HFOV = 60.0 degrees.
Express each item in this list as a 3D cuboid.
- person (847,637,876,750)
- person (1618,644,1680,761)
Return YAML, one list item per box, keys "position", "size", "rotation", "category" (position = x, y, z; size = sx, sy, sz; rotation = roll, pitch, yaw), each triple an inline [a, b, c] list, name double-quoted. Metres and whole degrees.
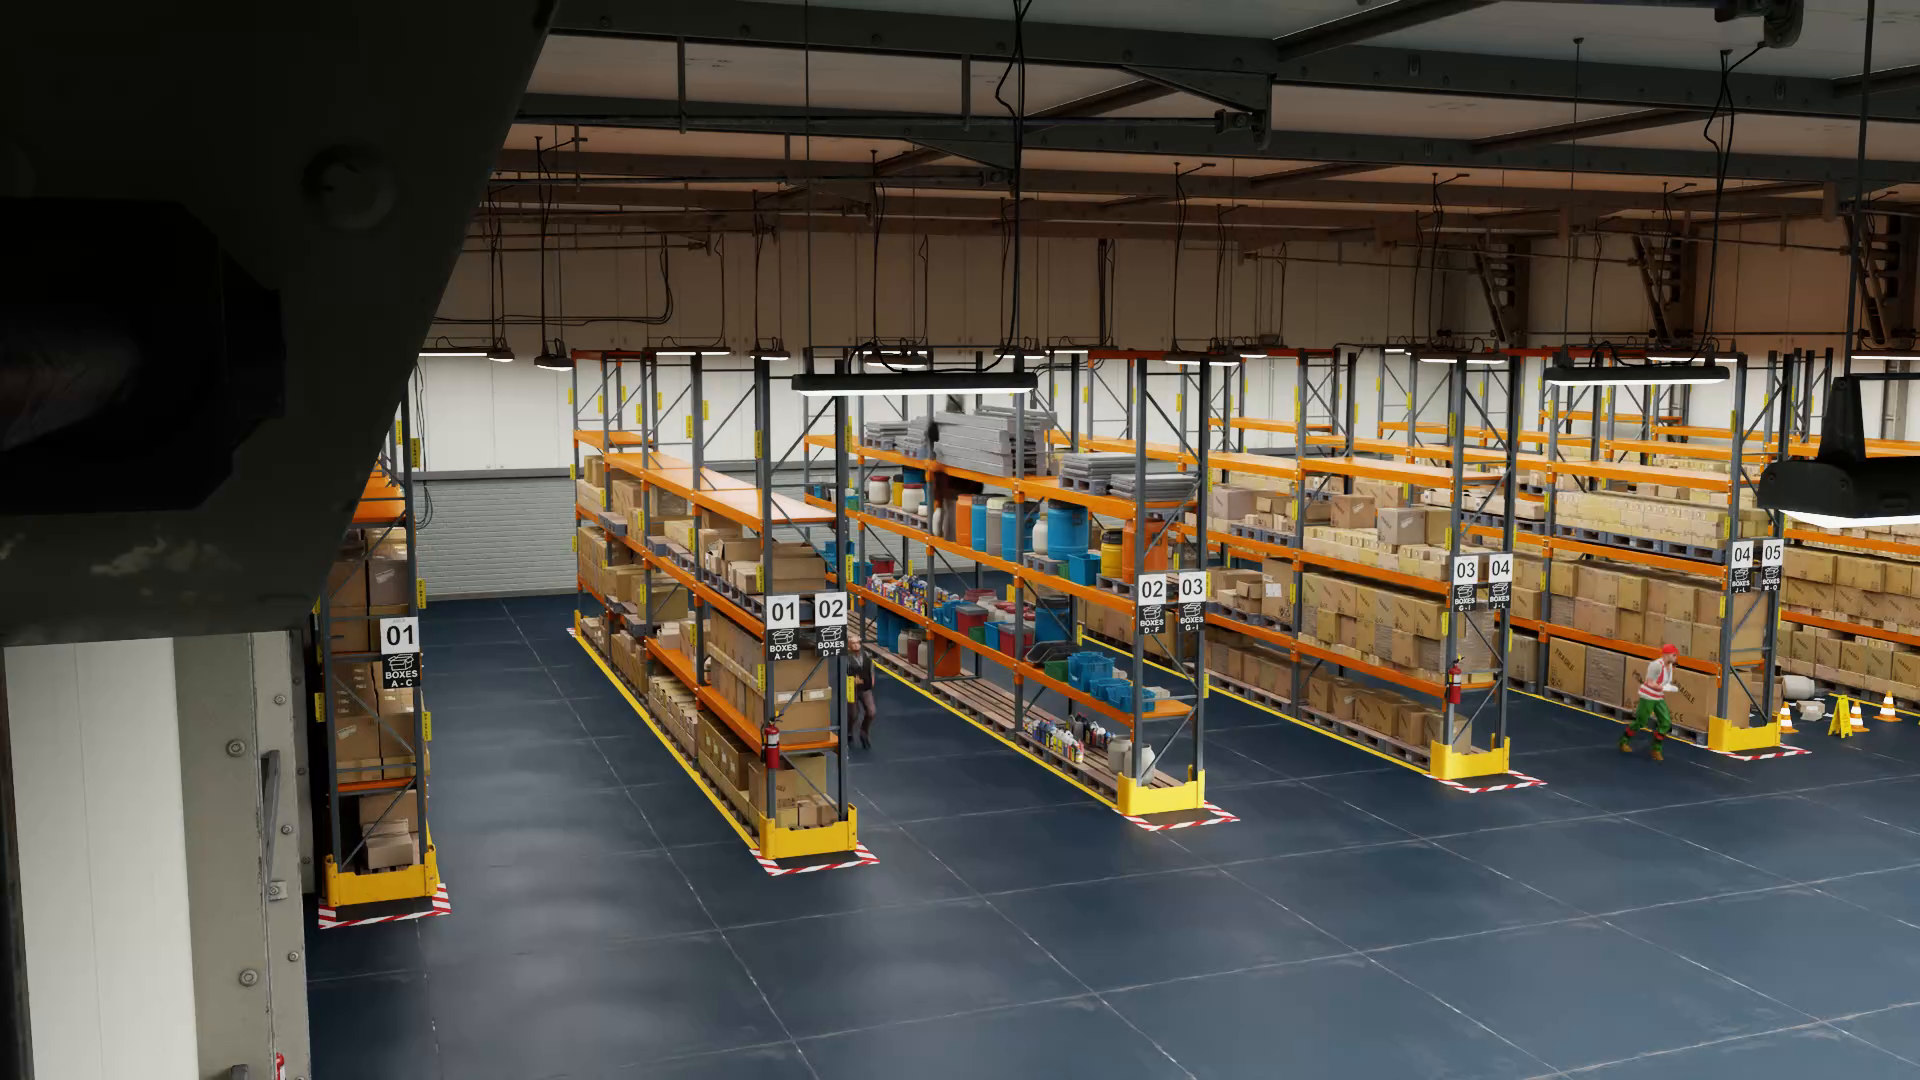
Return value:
- position: [-1.558, 2.344, 25.484]
  size: [0.660, 1.736, 0.729]
  rotation: [-3, 8, -25]
  category: "person"
- position: [10.365, 2.419, 24.875]
  size: [0.721, 1.820, 0.875]
  rotation: [-5, 9, -35]
  category: "person"
